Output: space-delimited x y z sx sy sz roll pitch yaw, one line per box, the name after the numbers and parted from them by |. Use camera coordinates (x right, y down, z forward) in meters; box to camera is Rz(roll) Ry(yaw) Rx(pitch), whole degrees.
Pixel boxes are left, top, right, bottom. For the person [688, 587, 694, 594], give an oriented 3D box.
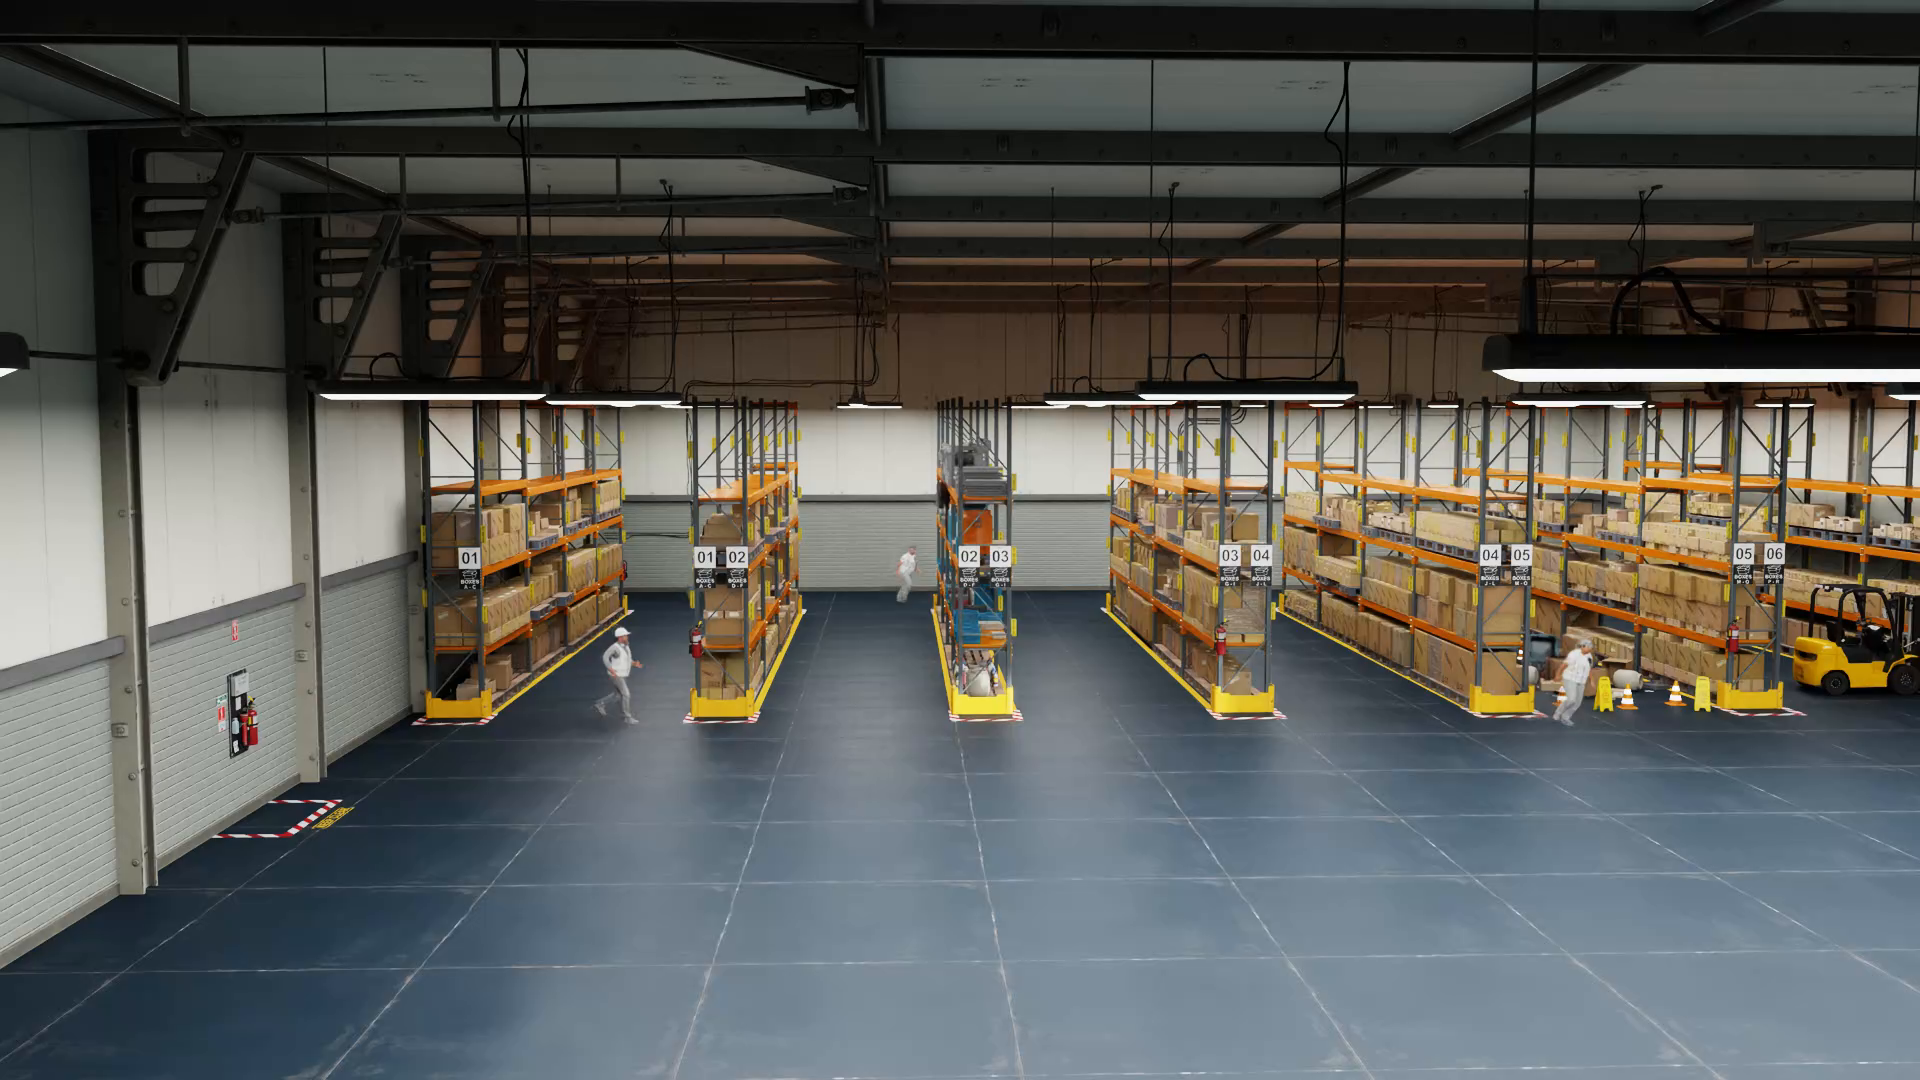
-7.711 1.028 50.133 1.041 1.716 0.736 1 5 12 | person

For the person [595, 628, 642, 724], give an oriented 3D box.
-6.331 2.484 30.592 0.939 1.764 0.641 1 5 16 | person

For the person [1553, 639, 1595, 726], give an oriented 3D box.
11.208 2.590 30.276 0.639 1.619 0.622 -2 5 -21 | person

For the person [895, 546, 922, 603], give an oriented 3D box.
-1.565 1.026 50.043 0.751 1.713 0.680 3 5 35 | person
